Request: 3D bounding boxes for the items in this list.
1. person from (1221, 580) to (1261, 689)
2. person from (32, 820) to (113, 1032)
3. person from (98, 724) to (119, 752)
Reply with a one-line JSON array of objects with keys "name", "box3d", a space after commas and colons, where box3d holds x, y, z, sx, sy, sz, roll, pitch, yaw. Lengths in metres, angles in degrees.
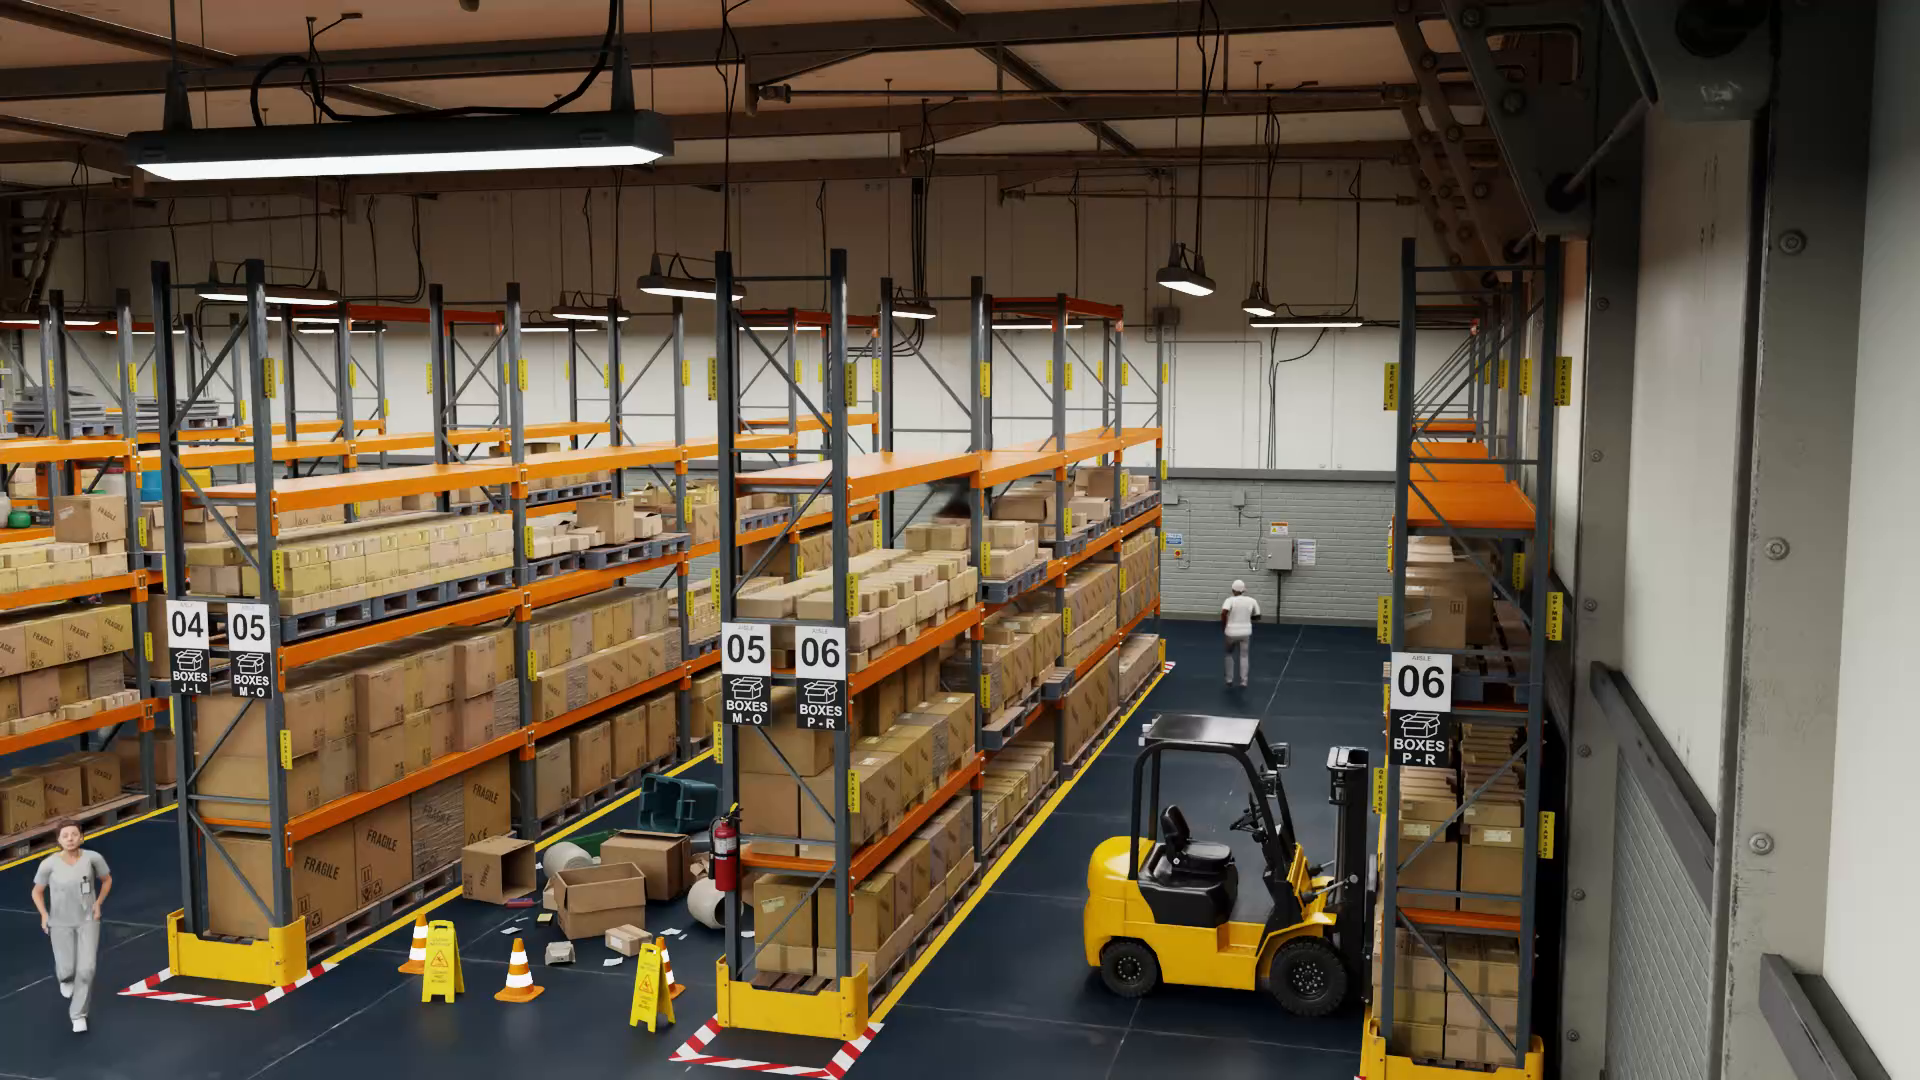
[{"name": "person", "box3d": [4.408, 1.540, 26.150, 0.662, 1.821, 0.963, 0, 6, 2]}, {"name": "person", "box3d": [-6.951, 2.987, 13.059, 0.565, 1.627, 0.623, -4, 7, -32]}, {"name": "person", "box3d": [-10.809, 2.107, 21.043, 0.600, 1.652, 0.579, 1, 6, 11]}]
